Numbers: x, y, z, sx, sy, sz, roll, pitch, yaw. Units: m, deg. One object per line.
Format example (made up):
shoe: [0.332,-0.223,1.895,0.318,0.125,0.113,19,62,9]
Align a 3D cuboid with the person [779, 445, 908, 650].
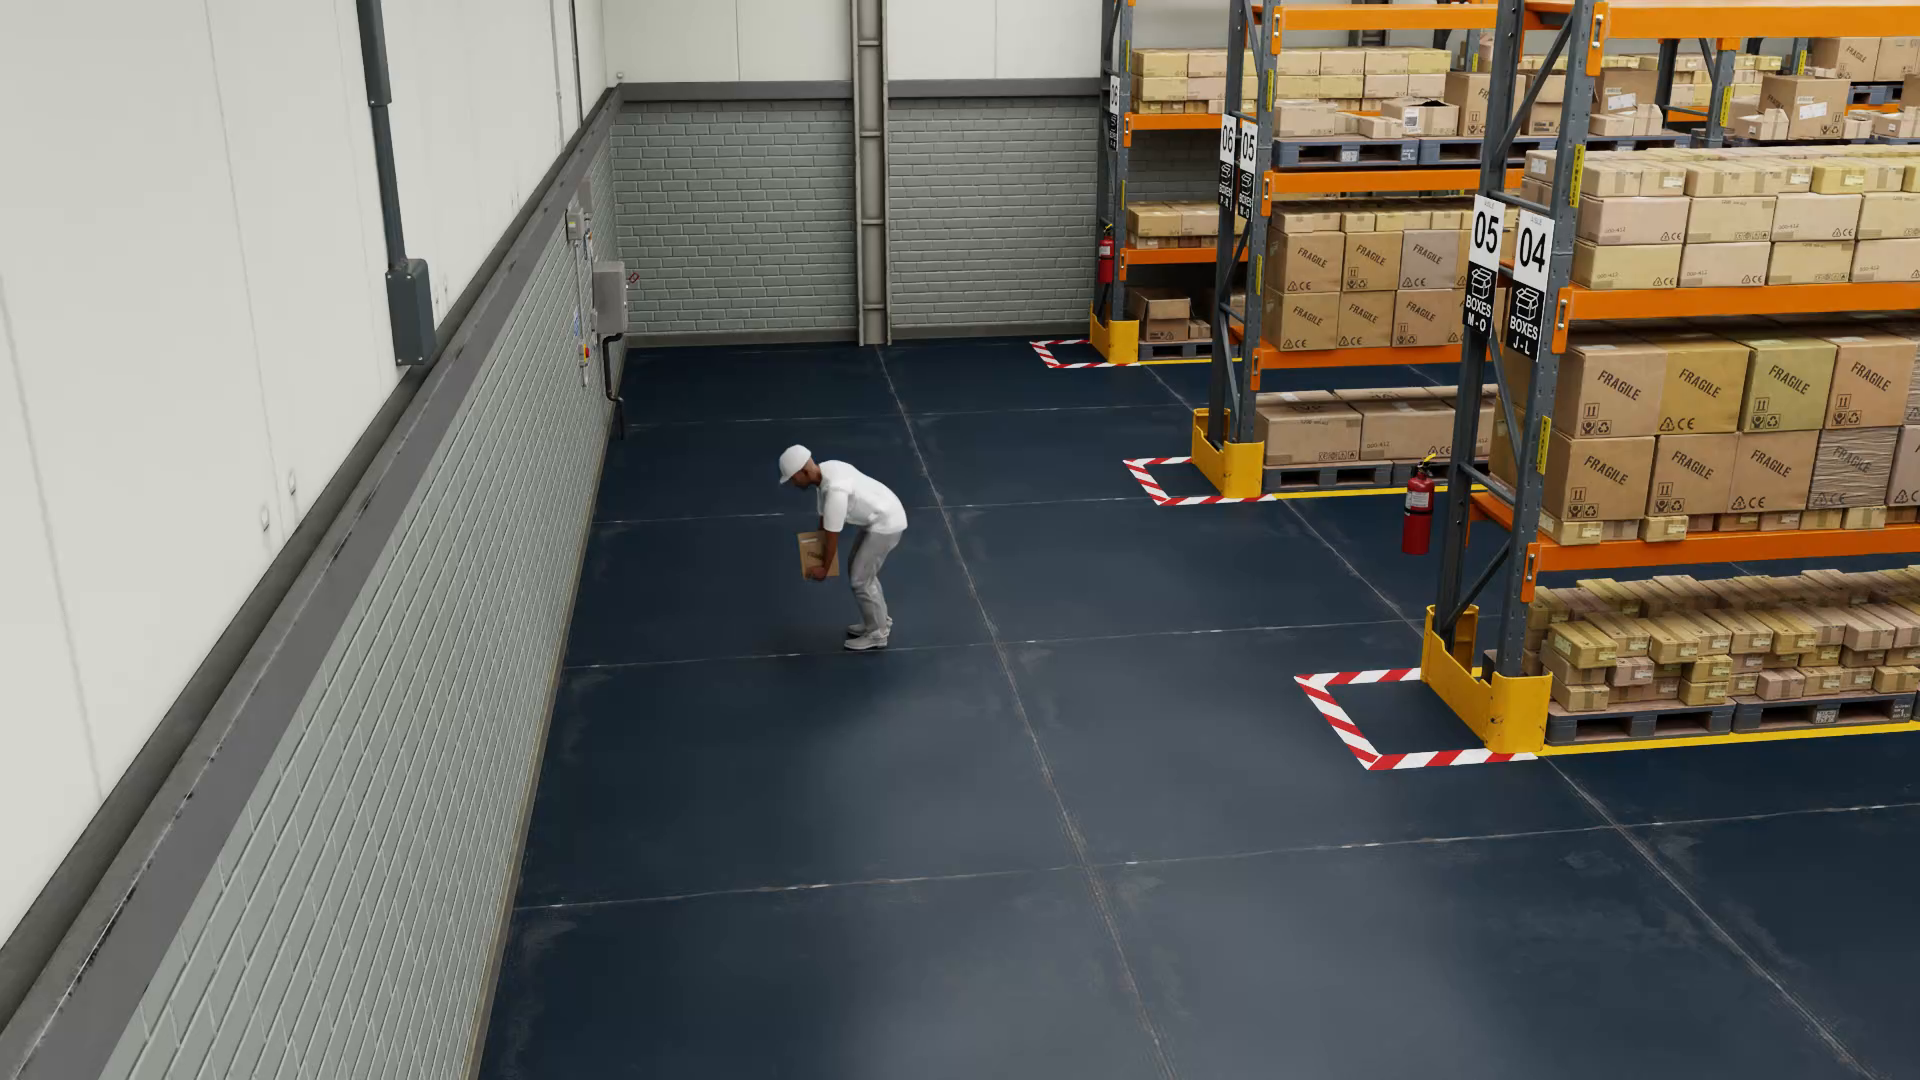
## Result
person: [-0.790,0.036,11.392,0.857,1.454,0.488,-3,20,-9]
